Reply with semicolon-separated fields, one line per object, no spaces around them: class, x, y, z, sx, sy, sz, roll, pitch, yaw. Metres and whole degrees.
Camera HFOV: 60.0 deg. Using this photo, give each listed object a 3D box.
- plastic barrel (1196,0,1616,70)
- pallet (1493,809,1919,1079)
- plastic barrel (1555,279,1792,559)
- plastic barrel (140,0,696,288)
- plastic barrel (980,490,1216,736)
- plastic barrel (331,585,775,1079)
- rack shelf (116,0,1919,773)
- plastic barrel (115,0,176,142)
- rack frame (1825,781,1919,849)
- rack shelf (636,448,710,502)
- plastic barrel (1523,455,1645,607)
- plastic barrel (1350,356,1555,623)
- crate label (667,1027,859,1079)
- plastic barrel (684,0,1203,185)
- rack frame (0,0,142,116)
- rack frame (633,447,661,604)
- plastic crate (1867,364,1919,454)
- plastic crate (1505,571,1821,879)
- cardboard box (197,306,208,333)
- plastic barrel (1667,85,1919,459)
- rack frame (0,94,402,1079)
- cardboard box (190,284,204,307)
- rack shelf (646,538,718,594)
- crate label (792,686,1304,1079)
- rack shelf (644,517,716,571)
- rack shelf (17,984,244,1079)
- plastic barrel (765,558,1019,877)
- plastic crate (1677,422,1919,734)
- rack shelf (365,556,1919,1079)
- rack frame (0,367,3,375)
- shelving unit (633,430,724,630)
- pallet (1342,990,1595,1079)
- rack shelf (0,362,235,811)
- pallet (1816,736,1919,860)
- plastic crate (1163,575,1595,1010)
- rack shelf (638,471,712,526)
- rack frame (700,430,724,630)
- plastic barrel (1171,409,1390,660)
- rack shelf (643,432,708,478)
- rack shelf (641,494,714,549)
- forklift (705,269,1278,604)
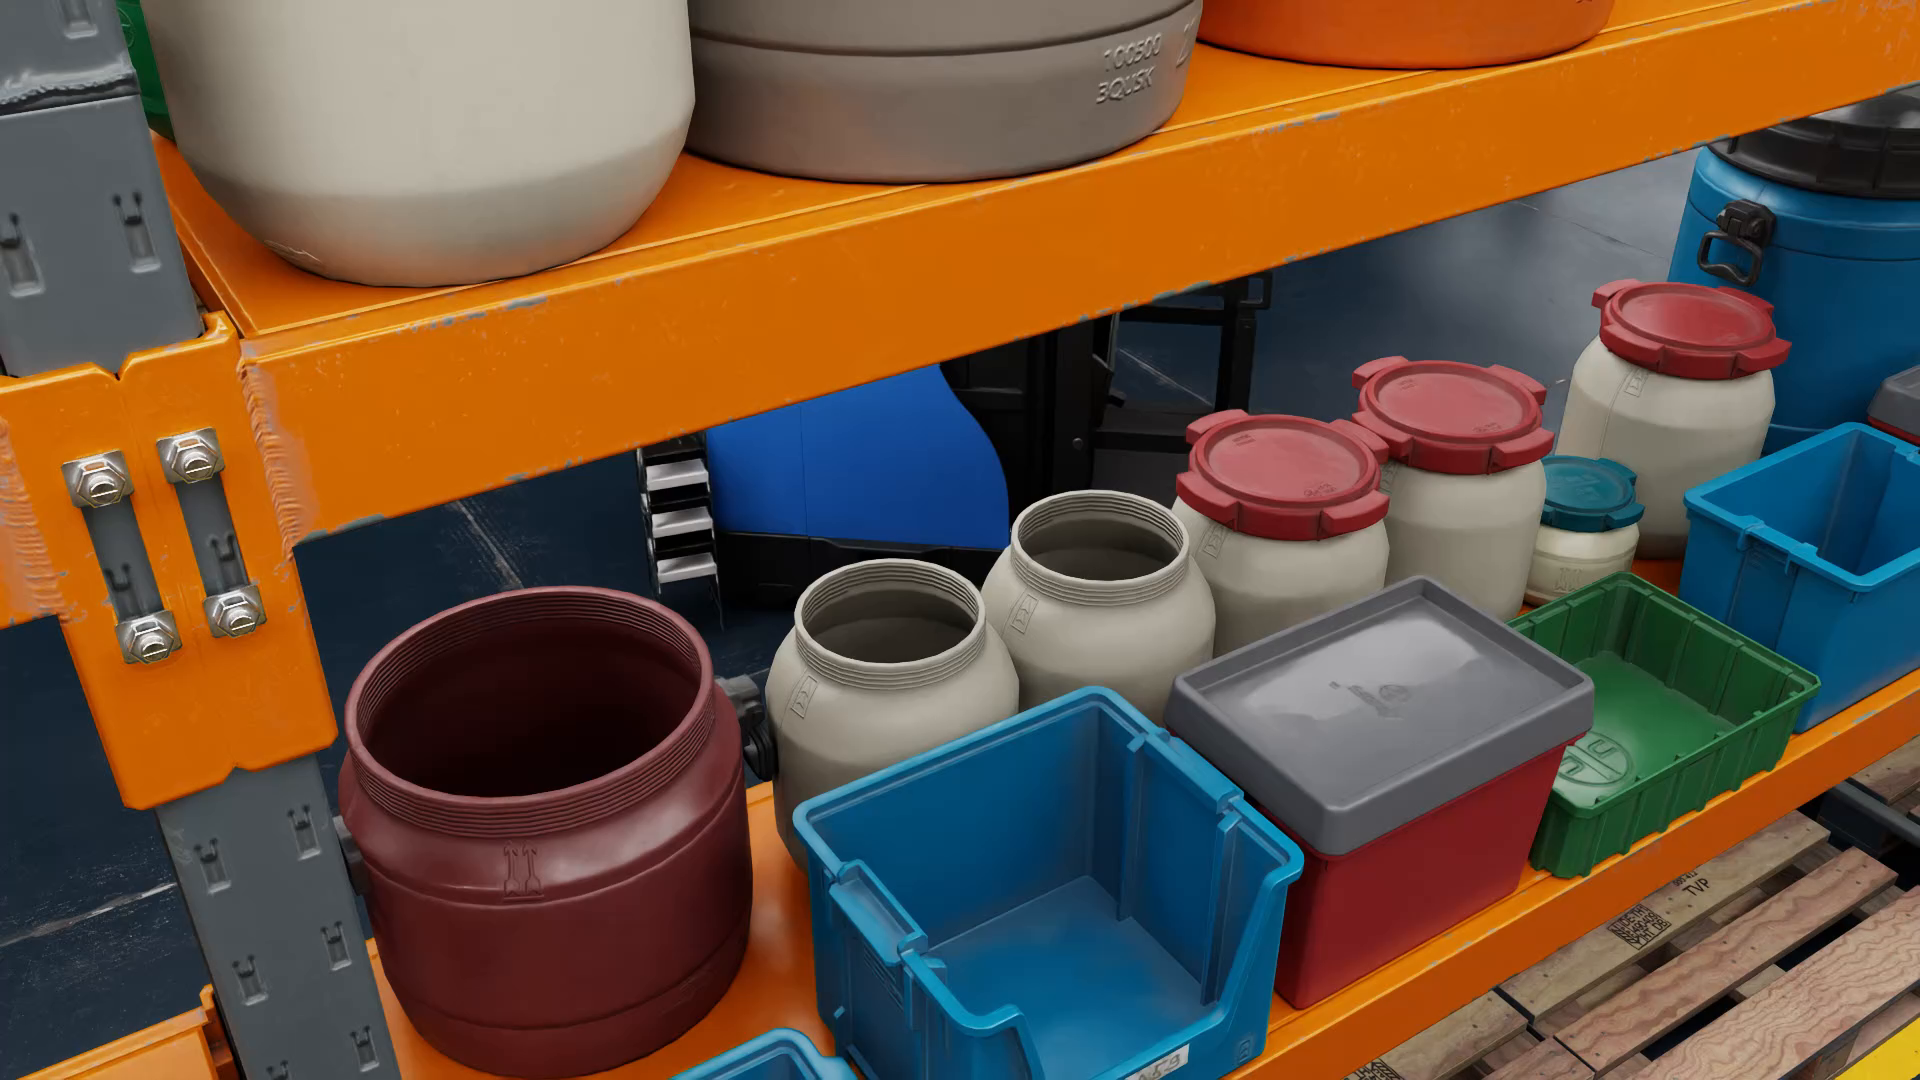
plastic barrel;0.497;-1.009;1.825;0.708;0.830;0.600;-19;37;-27
pallet;1.862;1.038;4.407;1.213;0.211;1.003;-19;37;-27
plastic barrel;1.578;-0.265;3.732;0.433;0.535;0.433;0;32;0
plastic barrel;-0.434;-0.498;1.312;0.421;0.512;0.421;0;32;0
plastic barrel;0.242;0.208;3.004;0.421;0.512;0.421;0;32;0
plastic barrel;-0.635;0.443;2.609;0.708;0.536;0.600;-19;37;-27
rack shelf;0.820;-0.772;2.526;4.000;0.370;1.077;-19;37;-27
plastic barrel;-0.681;-0.527;1.608;0.294;0.245;0.294;0;32;0
rack frame;2.501;-0.386;4.051;0.127;3.000;1.000;-19;37;-27
rack shelf;-0.955;-0.235;5.505;0.200;0.077;0.258;-10;34;-16
plastic barrel;1.306;-0.014;3.590;0.301;0.262;0.301;0;32;0
plastic barrel;0.962;-0.053;3.396;0.433;0.535;0.433;0;32;0
crate label;-0.304;0.887;2.189;0.416;0.233;0.303;-19;37;-27
plastic barrel;-0.053;-0.851;1.506;0.600;0.901;0.600;0;32;0
rack frame;-0.861;-1.767;0.617;0.127;3.000;1.000;-19;37;-27
rack frame;-1.051;-0.094;5.555;0.006;0.900;0.240;-10;34;-16
plastic crate;2.260;-0.136;3.594;0.583;0.464;0.402;-19;37;-27
plastic crate;1.190;0.333;3.109;0.662;0.188;0.450;-19;37;-27
cardboard box;-2.992;-0.782;6.609;0.500;0.500;0.700;-21;38;-30
plastic barrel;2.012;-0.622;3.955;0.708;0.901;0.600;-19;37;-27
rack frame;-0.861;0.770;2.218;0.127;3.000;1.000;-19;37;-27
cardboard box;-2.998;-1.104;6.417;0.500;0.250;0.500;-17;36;-25
rack shelf;-0.955;0.069;5.697;0.200;0.077;0.258;-10;34;-16
crate label;0.121;0.589;2.471;0.616;0.435;0.502;-19;37;-27
rack shelf;-0.955;-0.007;5.649;0.200;0.077;0.258;-10;34;-16
rack shelf;-2.542;1.653;1.493;4.000;0.370;1.077;-19;37;-27
plastic barrel;-0.112;0.330;2.811;0.421;0.512;0.421;0;32;0
plastic crate;1.742;0.079;3.328;0.575;0.384;0.392;-19;37;-27
rack shelf;0.820;0.496;3.326;4.000;0.370;1.077;-19;37;-27
rack frame;-3.544;-1.451;5.739;0.127;3.000;1.000;-19;37;-27
shelving unit;-0.955;-0.111;5.583;0.210;0.900;0.258;-10;34;-16
pallet;0.836;1.392;3.845;1.213;0.211;1.003;-19;37;-27
rack shelf;-2.542;0.384;0.693;4.000;0.370;1.077;-19;37;-27
pallet;3.088;0.618;5.073;1.213;0.211;1.003;-19;37;-27
plastic crate;0.663;0.413;2.724;0.583;0.464;0.402;-19;37;-27
rack shelf;-0.955;-0.159;5.553;0.200;0.077;0.258;-10;34;-16
rack frame;-0.858;-0.129;5.611;0.006;0.900;0.240;-10;34;-16
plastic barrel;0.598;0.072;3.197;0.433;0.535;0.433;0;32;0
rack shelf;-0.955;-0.311;5.457;0.200;0.077;0.258;-10;34;-16
rack shelf;-0.955;-0.083;5.601;0.200;0.077;0.258;-10;34;-16
forklift;0.678;-1.183;5.378;3.031;2.935;1.130;4;32;6
